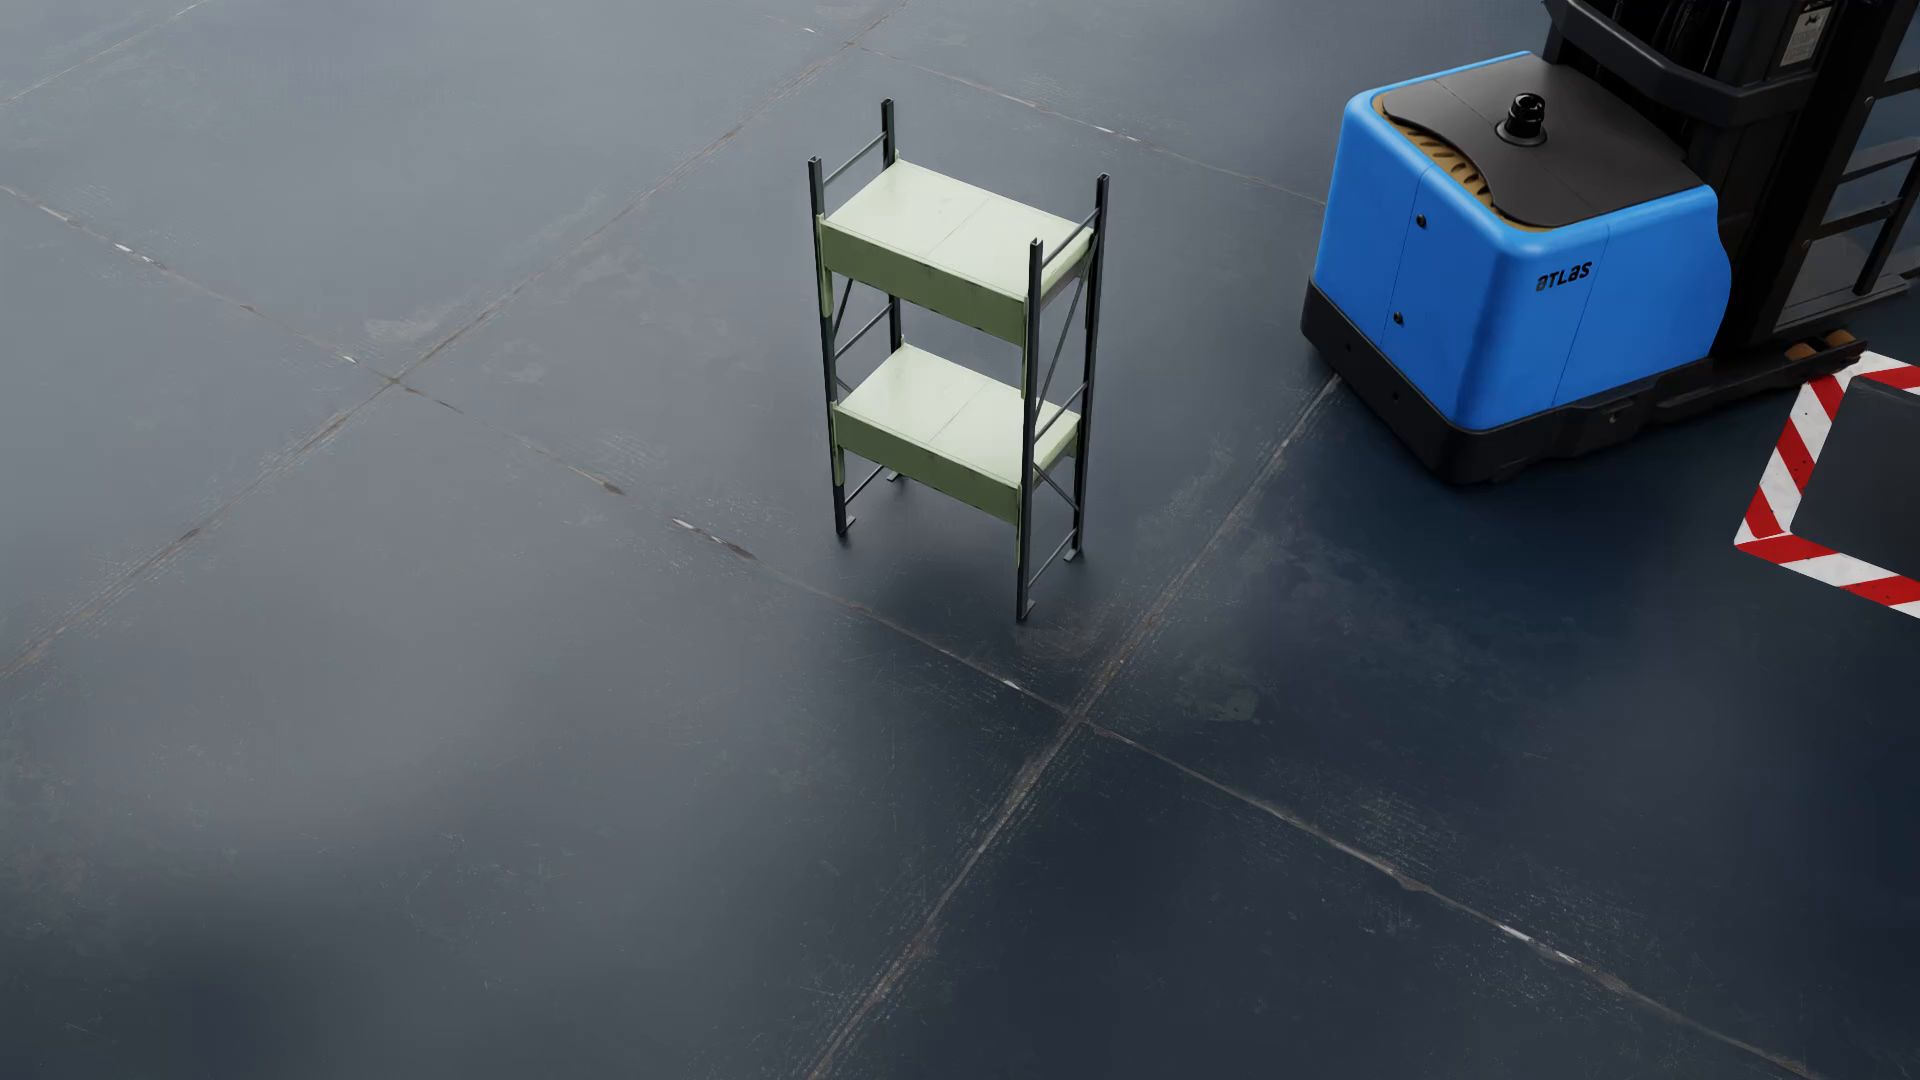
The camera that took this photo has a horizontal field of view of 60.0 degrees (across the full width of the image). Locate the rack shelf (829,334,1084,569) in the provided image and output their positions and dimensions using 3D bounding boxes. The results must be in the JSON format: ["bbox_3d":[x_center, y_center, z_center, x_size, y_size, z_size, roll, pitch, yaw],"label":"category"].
[{"bbox_3d":[-0.006,-0.298,5.448,0.720,0.370,0.431,25,51,22],"label":"rack shelf"}]

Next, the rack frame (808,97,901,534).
[{"bbox_3d":[-0.314,-0.667,5.352,0.023,1.500,0.400,25,51,22],"label":"rack frame"}]

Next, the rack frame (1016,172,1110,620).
[{"bbox_3d":[0.302,-0.384,5.077,0.023,1.500,0.400,25,51,22],"label":"rack frame"}]

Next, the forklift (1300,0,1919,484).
[{"bbox_3d":[2.882,-1.929,5.581,3.031,2.935,1.130,-18,48,-17],"label":"forklift"}]

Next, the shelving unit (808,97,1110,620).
[{"bbox_3d":[-0.006,-0.525,5.215,0.755,1.500,0.431,25,51,22],"label":"shelving unit"}]

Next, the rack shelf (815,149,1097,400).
[{"bbox_3d":[-0.006,-0.797,4.935,0.720,0.370,0.431,25,51,22],"label":"rack shelf"}]
